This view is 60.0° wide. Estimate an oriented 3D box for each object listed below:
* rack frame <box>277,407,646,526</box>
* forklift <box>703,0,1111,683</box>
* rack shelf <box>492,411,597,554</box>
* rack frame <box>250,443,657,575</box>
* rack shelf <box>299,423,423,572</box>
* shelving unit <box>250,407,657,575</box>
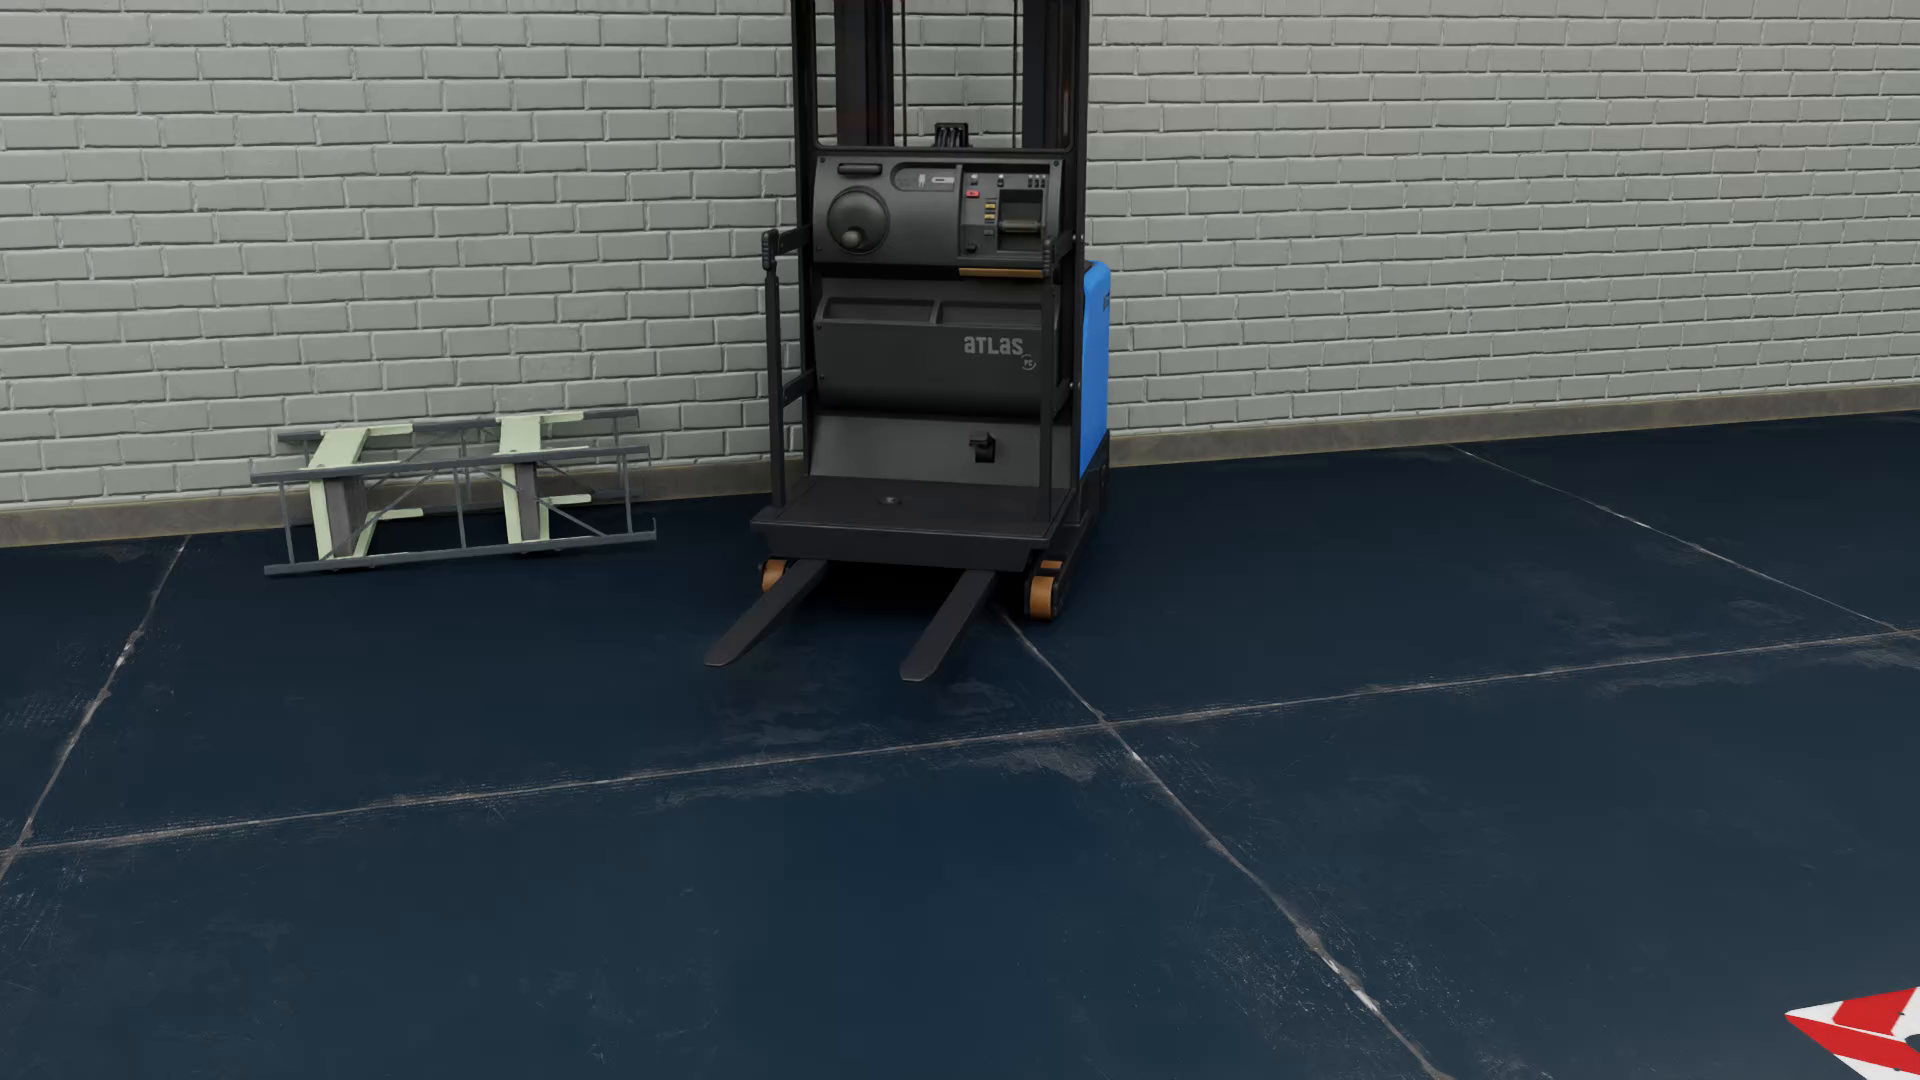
[{"bbox_3d":[-2.143,-0.323,7.230,1.500,0.400,0.023,-5,17,-13],"label":"rack frame"},{"bbox_3d":[-0.128,-1.228,5.944,1.130,2.935,3.031,3,17,11],"label":"forklift"},{"bbox_3d":[-1.738,-0.254,6.962,0.370,0.431,0.720,-5,17,-13],"label":"rack shelf"},{"bbox_3d":[-1.967,-0.126,6.548,1.500,0.400,0.023,-5,17,-13],"label":"rack frame"},{"bbox_3d":[-2.433,-0.189,6.801,0.370,0.431,0.720,-5,17,-13],"label":"rack shelf"},{"bbox_3d":[-2.055,-0.225,6.889,1.500,0.431,0.755,-5,17,-13],"label":"shelving unit"}]
